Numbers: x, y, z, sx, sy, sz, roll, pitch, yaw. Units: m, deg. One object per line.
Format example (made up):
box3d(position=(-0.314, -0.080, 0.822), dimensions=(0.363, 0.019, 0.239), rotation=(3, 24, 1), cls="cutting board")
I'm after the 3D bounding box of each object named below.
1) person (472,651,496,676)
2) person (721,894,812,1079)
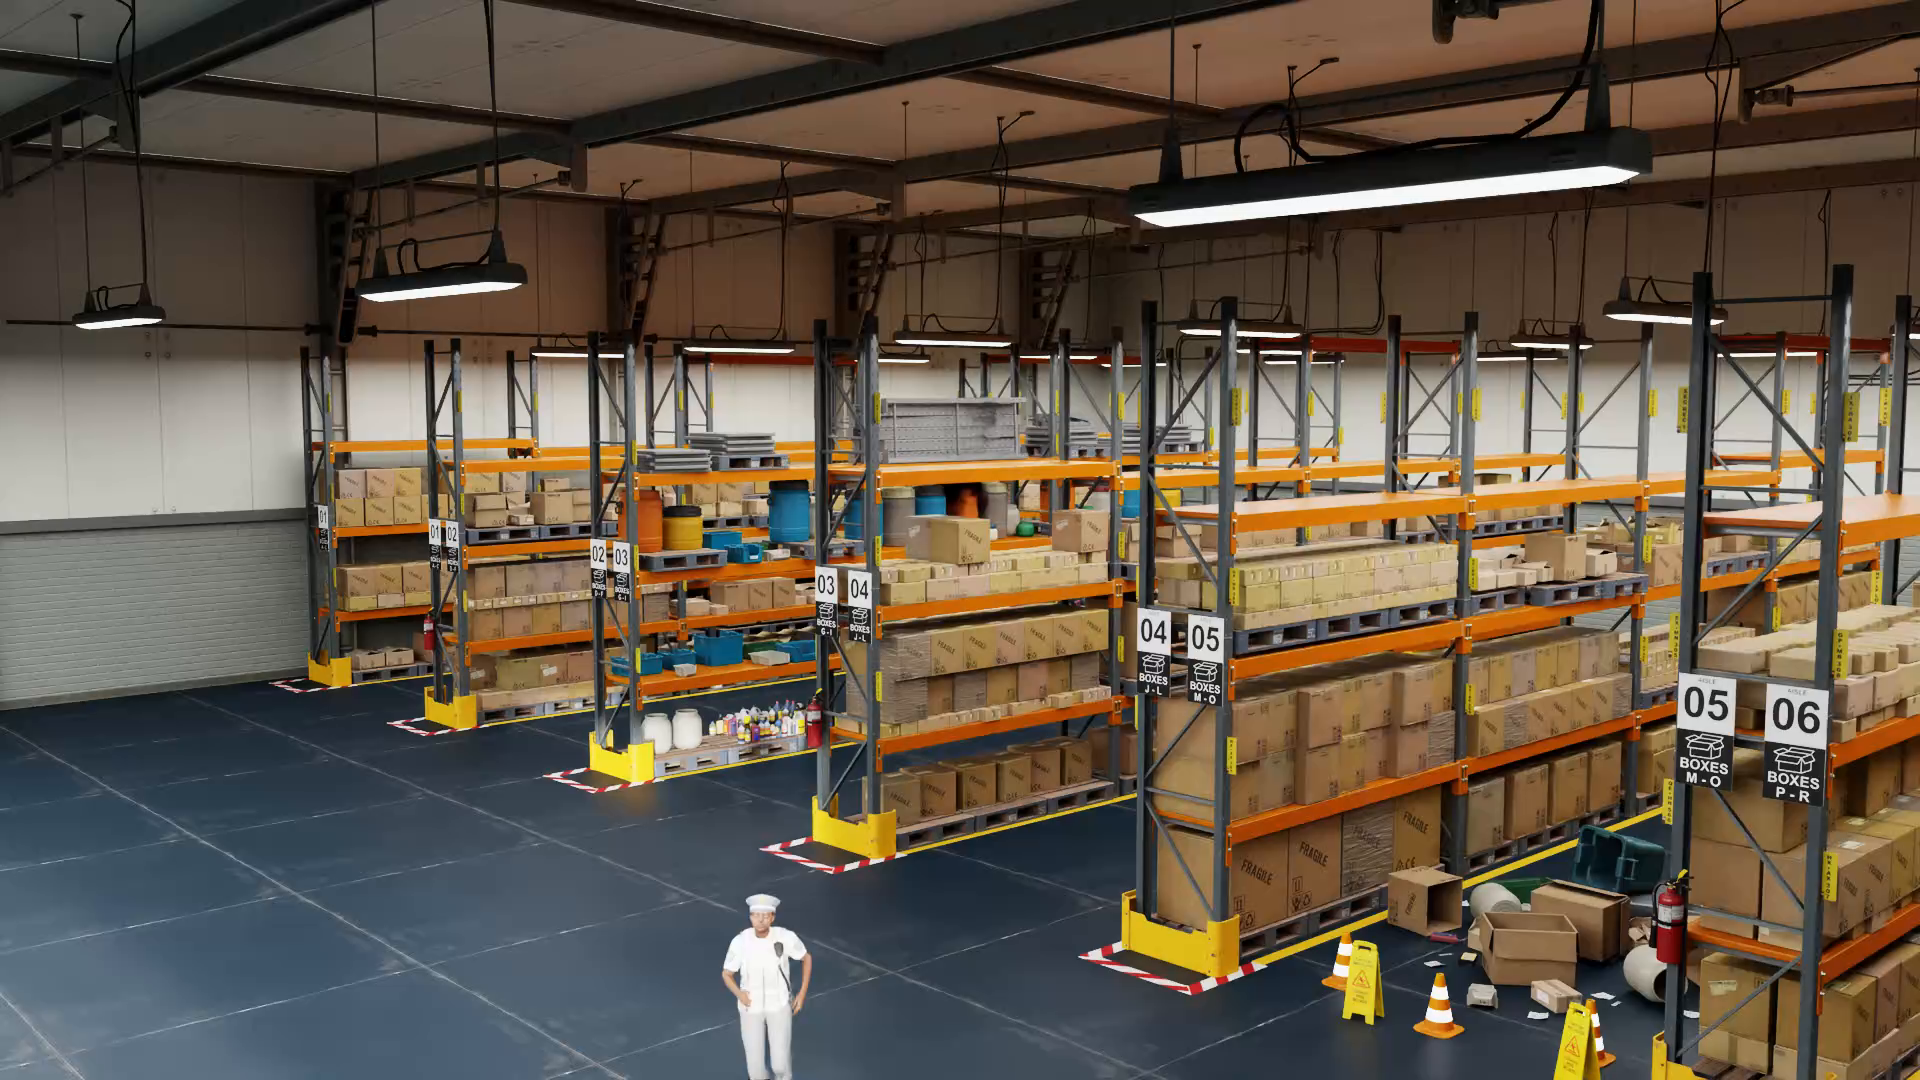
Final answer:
box3d(position=(-8.085, 1.835, 28.143), dimensions=(0.656, 1.736, 0.721), rotation=(3, 6, 32), cls="person")
box3d(position=(-1.365, 3.306, 11.683), dimensions=(0.624, 1.671, 0.537), rotation=(0, 5, -2), cls="person")
